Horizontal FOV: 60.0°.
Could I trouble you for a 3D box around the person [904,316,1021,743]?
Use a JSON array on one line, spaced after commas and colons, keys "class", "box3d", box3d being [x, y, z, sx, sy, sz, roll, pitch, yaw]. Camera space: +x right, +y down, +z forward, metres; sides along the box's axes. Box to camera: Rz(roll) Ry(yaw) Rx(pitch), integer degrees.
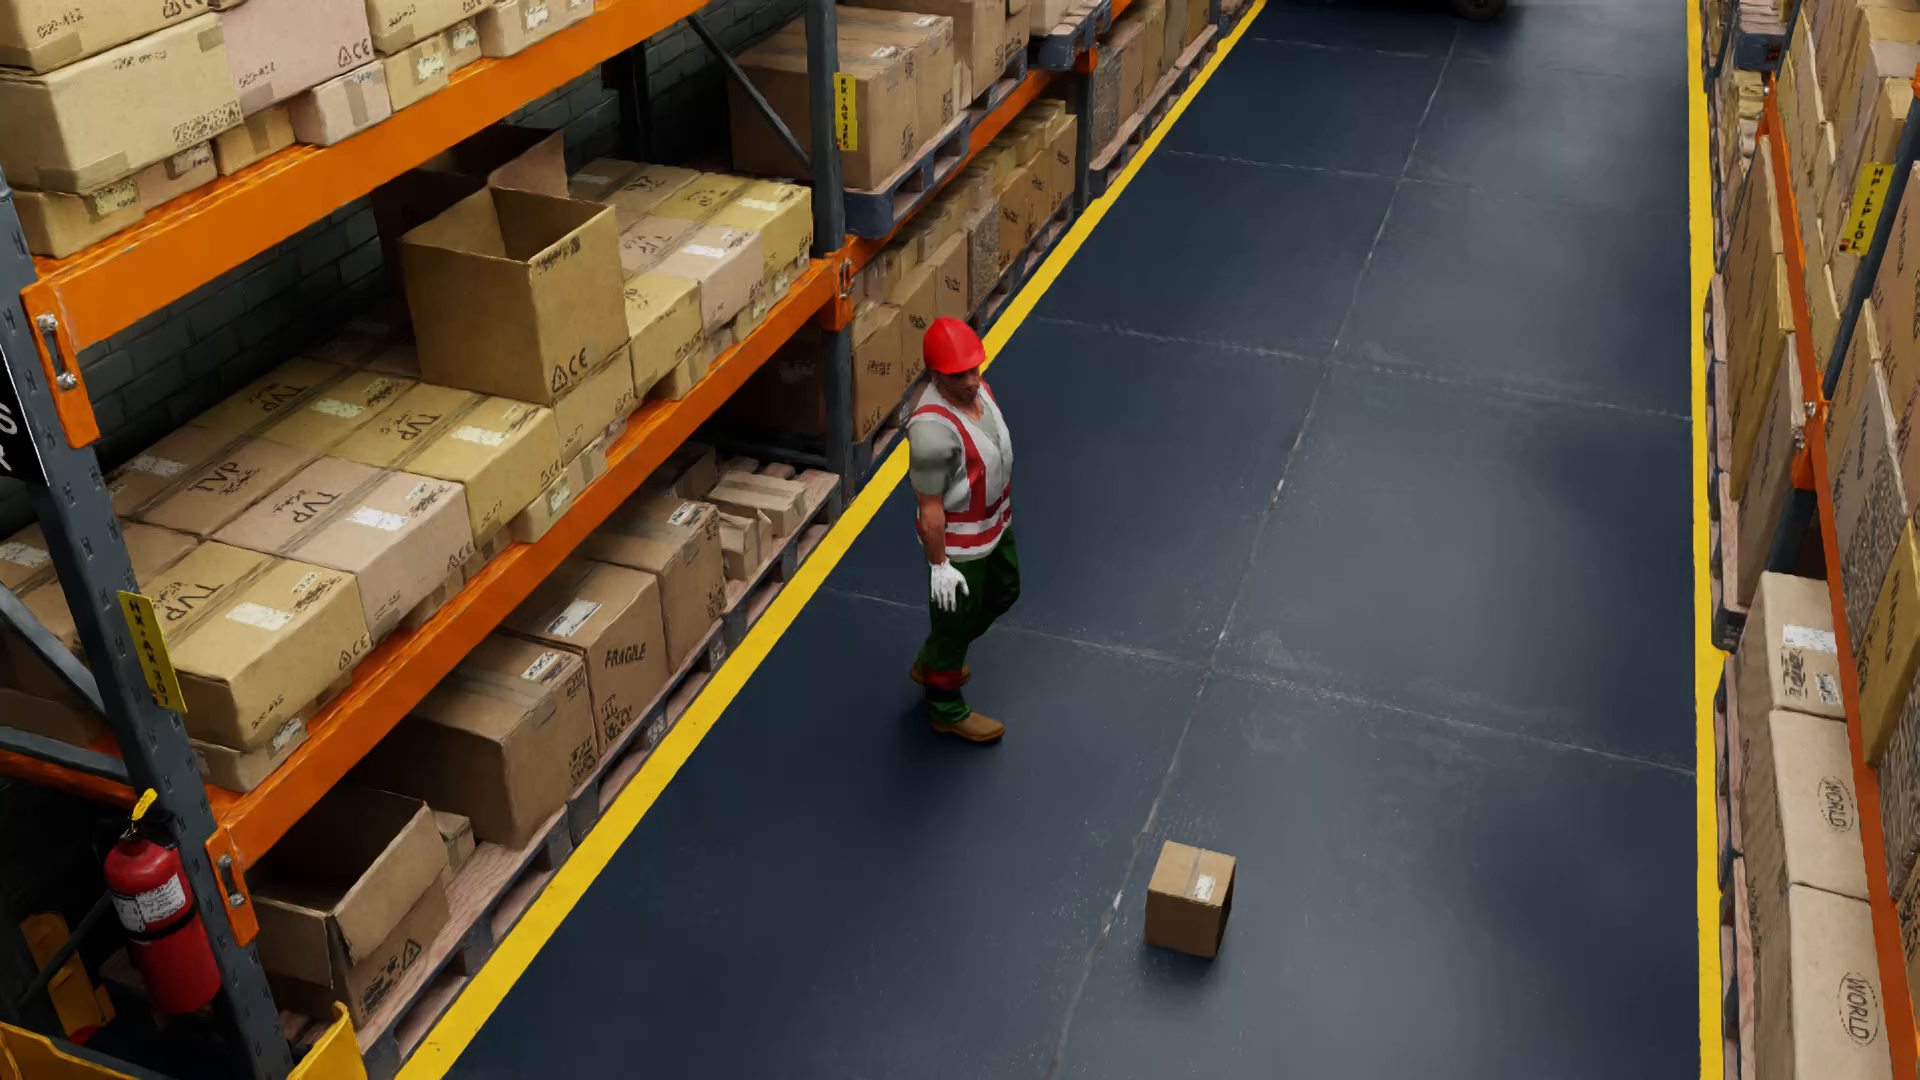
[{"class": "person", "box3d": [-0.022, -0.029, 6.136, 0.442, 1.786, 0.578, 11, 35, 17]}]
